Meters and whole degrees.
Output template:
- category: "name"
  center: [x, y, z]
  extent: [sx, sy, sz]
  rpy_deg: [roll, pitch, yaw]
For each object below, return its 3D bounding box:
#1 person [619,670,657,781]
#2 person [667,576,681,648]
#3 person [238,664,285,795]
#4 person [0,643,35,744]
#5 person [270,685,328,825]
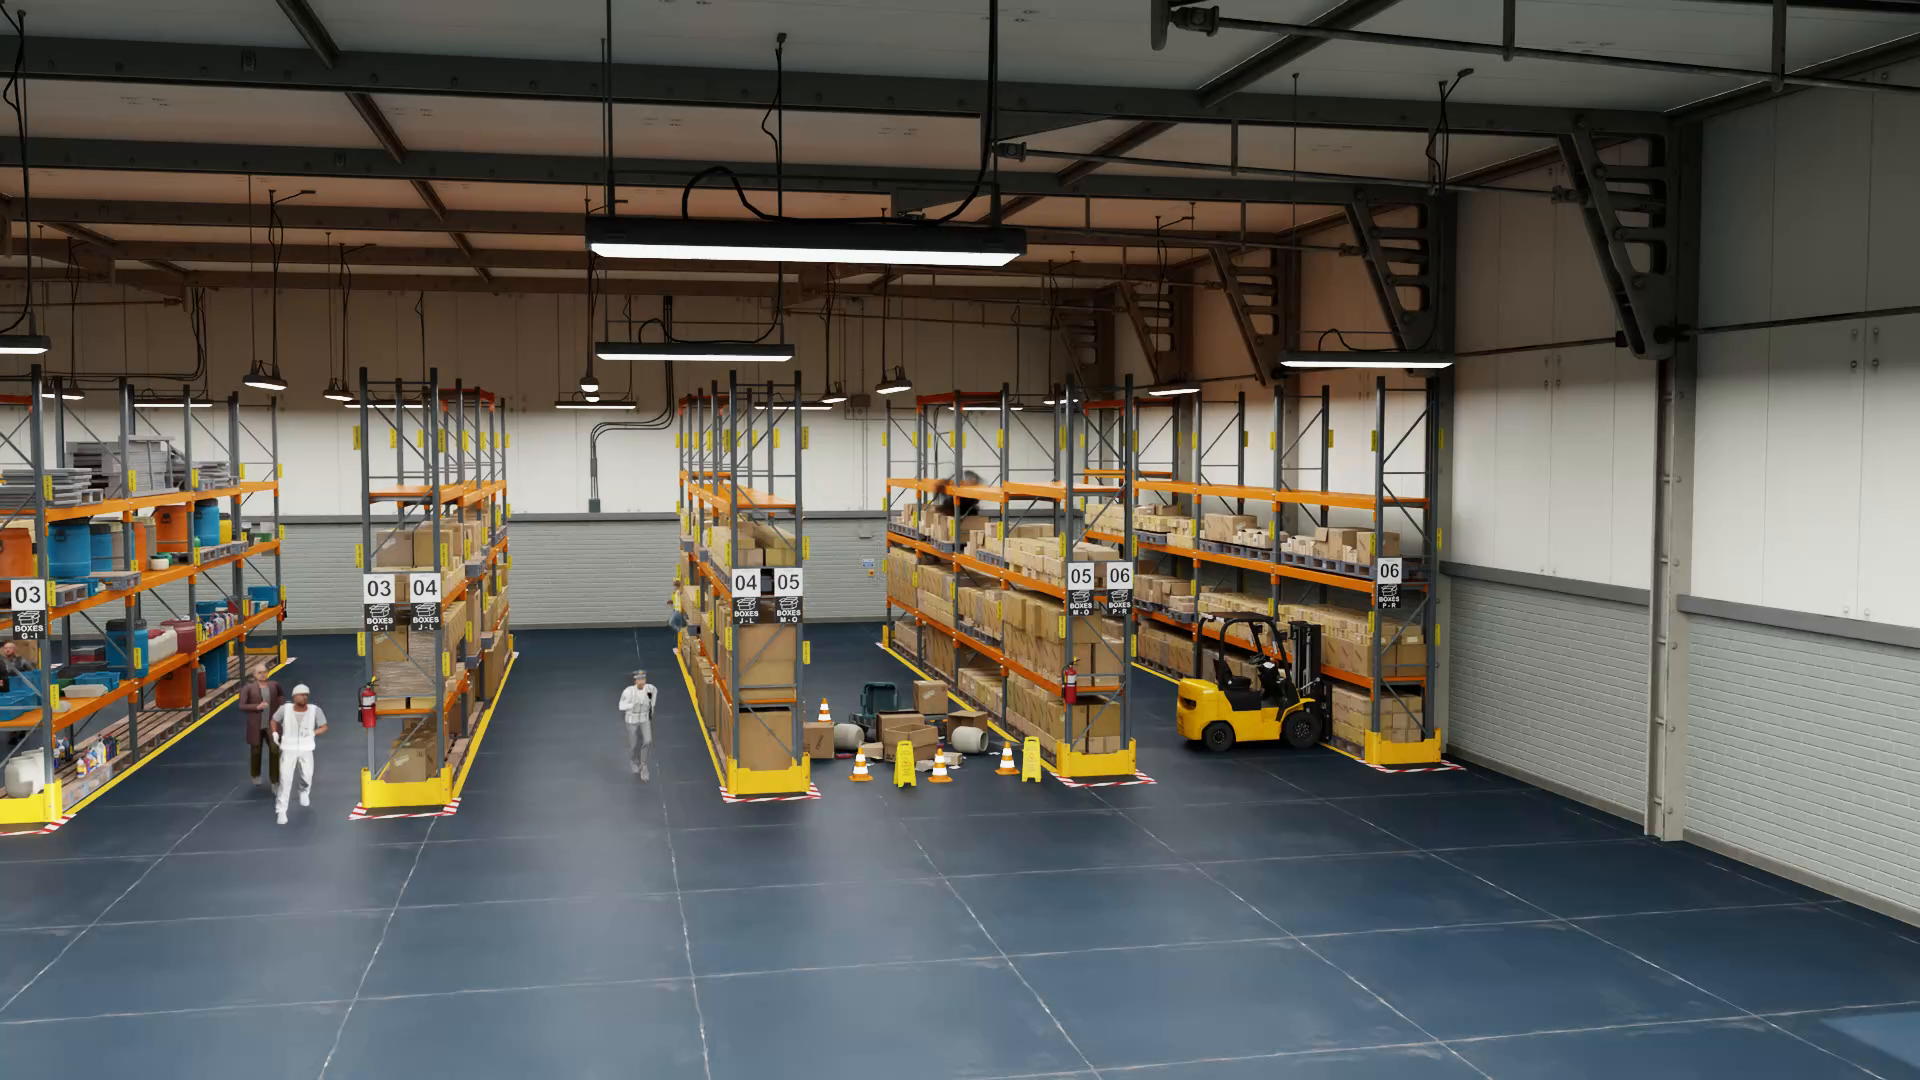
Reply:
- category: "person"
  center: [-4.754, 2.707, 24.588]
  extent: [0.599, 1.653, 0.886]
  rpy_deg: [-1, 4, -19]
- category: "person"
  center: [-6.777, 1.728, 40.205]
  extent: [0.638, 1.759, 0.789]
  rpy_deg: [-2, 4, -25]
- category: "person"
  center: [-9.957, 2.734, 23.760]
  extent: [0.672, 1.760, 0.863]
  rpy_deg: [-2, 4, -32]
- category: "person"
  center: [-15.572, 2.528, 27.294]
  extent: [0.643, 1.682, 0.603]
  rpy_deg: [-1, 4, -17]
- category: "person"
  center: [-8.803, 2.806, 22.184]
  extent: [0.704, 1.766, 0.979]
  rpy_deg: [-2, 4, -26]
